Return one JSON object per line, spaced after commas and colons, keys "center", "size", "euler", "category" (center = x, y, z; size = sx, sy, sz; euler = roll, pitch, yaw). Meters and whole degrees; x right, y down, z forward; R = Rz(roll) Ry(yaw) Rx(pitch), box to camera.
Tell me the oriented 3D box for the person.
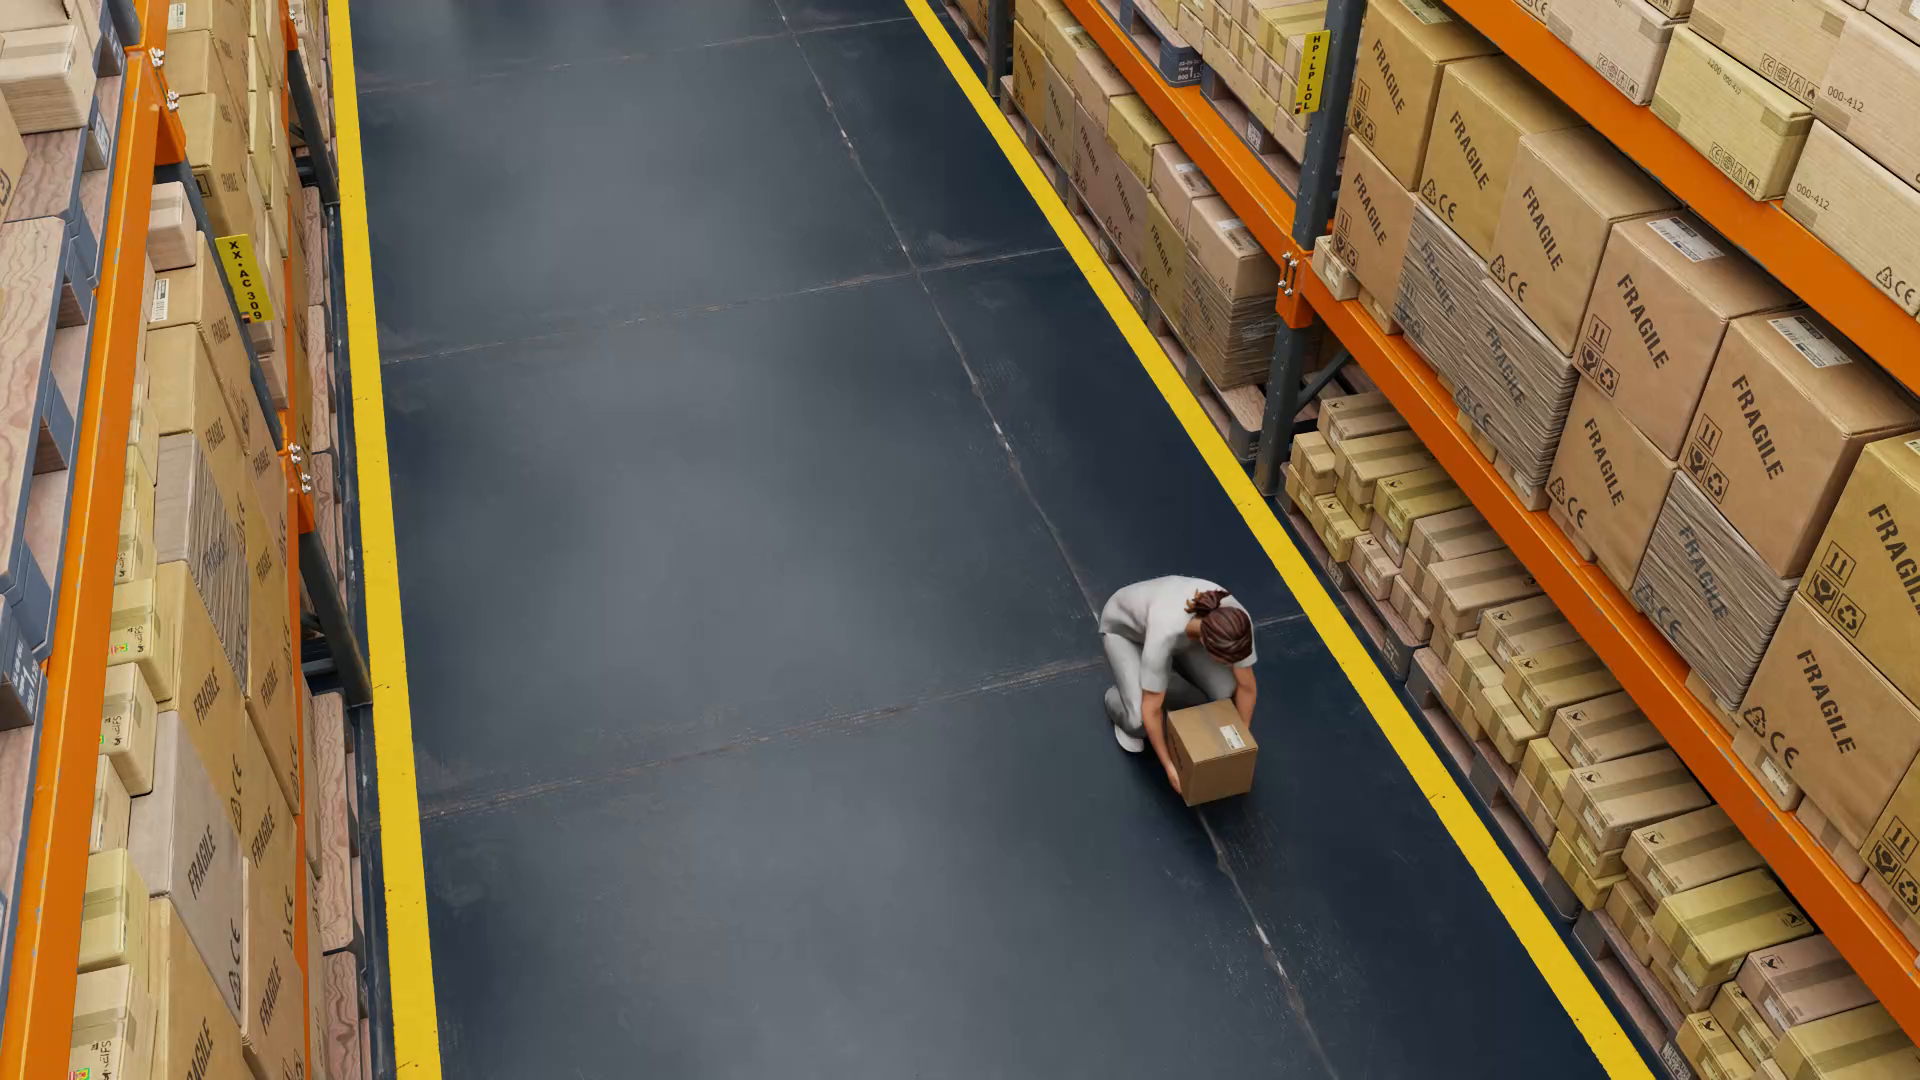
{"center": [0.822, 0.455, 6.216], "size": [0.488, 0.935, 0.803], "euler": [-12, 44, -13], "category": "person"}
